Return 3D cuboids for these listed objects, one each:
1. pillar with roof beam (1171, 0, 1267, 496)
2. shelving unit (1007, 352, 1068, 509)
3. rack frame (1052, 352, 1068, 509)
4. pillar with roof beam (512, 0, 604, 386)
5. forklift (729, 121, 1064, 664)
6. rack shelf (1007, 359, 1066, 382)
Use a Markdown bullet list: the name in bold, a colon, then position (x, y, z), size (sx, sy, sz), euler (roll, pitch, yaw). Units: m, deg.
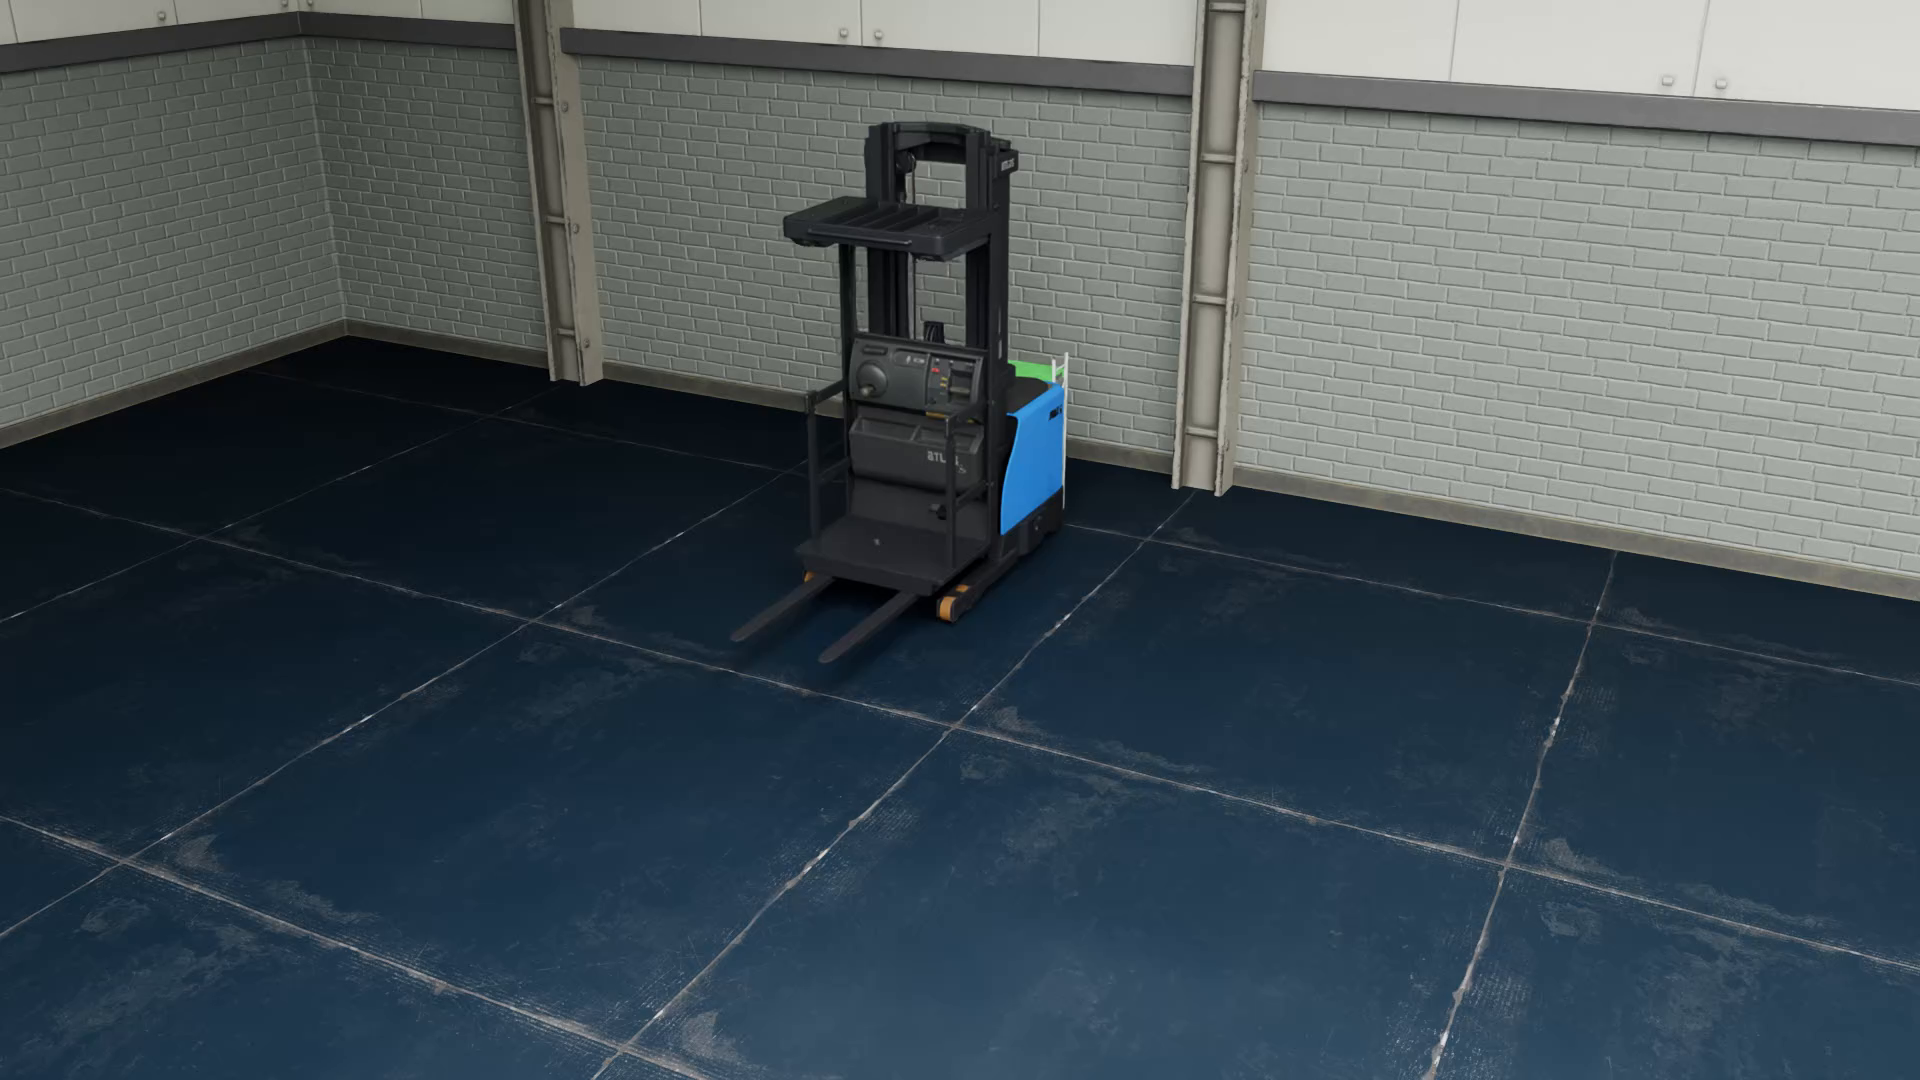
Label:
- **pillar with roof beam**: position (-0.087, -3.053, 7.431), size (0.400, 9.000, 9.100), euler (11, 25, 25)
- **shelving unit**: position (0.491, -0.788, 12.068), size (0.503, 1.200, 0.258), euler (11, 25, 25)
- **rack frame**: position (0.709, -0.744, 11.966), size (0.015, 1.200, 0.240), euler (11, 25, 25)
- **pillar with roof beam**: position (-5.441, -4.113, 9.923), size (0.400, 9.000, 9.100), euler (11, 25, 25)
- **forklift**: position (-0.378, -1.027, 10.419), size (1.130, 2.935, 3.031), euler (11, 26, 25)
- **rack shelf**: position (0.491, -1.171, 11.906), size (0.480, 0.148, 0.258), euler (11, 25, 25)
